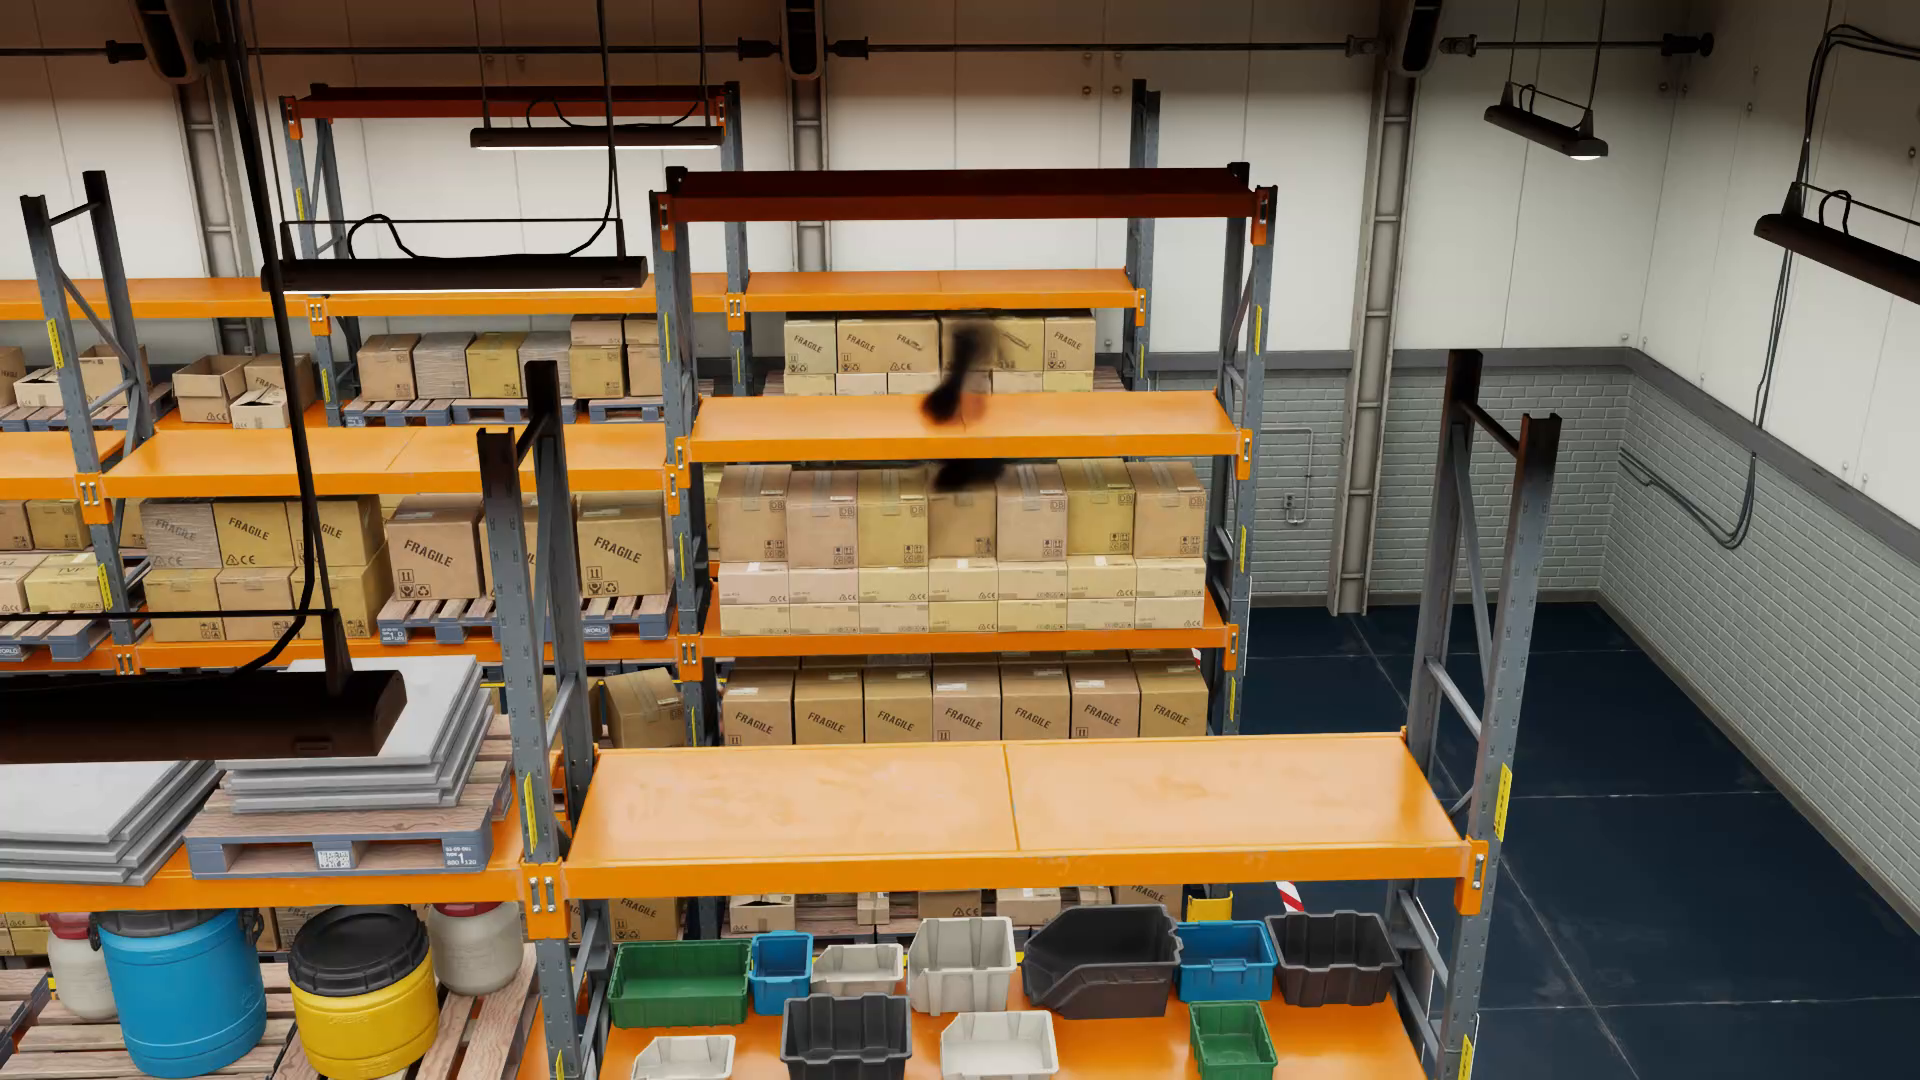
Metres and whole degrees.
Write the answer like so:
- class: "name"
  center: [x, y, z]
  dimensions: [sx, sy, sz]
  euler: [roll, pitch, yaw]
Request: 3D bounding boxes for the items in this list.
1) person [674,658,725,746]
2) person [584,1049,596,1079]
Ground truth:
- class: "person"
  center: [-2.215, 1.674, 14.866]
  dimensions: [0.952, 1.643, 0.564]
  euler: [-5, 23, -11]
- class: "person"
  center: [-2.122, 3.733, 9.898]
  dimensions: [0.508, 1.607, 0.651]
  euler: [16, 27, 35]
